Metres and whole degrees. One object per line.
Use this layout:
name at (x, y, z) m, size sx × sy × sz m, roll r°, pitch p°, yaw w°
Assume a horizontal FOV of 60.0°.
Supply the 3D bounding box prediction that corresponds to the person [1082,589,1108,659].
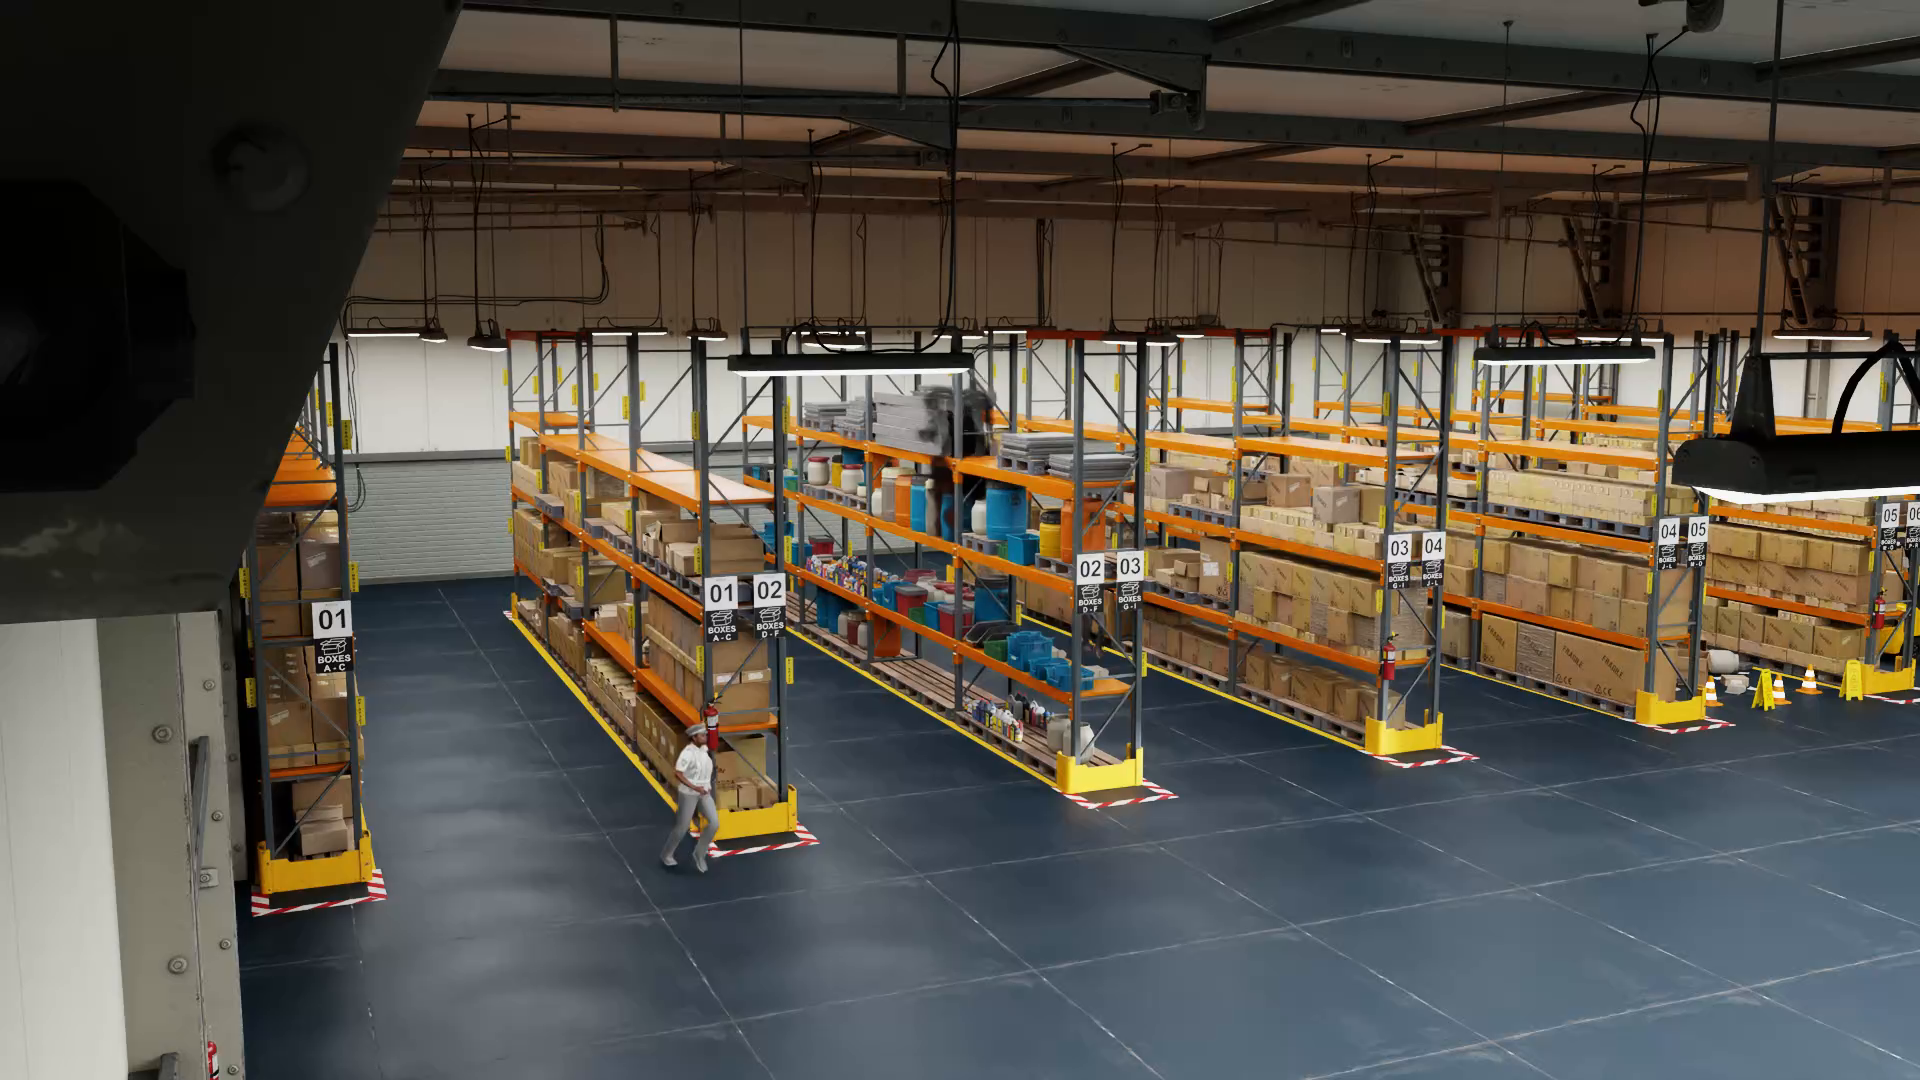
person at (2.431, 1.249, 29.615) m, size 0.590 × 1.747 × 0.687 m, roll -3°, pitch 8°, yaw -21°

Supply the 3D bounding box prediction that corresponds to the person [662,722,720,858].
person at (-3.032, 2.856, 19.109) m, size 0.647 × 1.549 × 0.635 m, roll 5°, pitch 9°, yaw 34°
